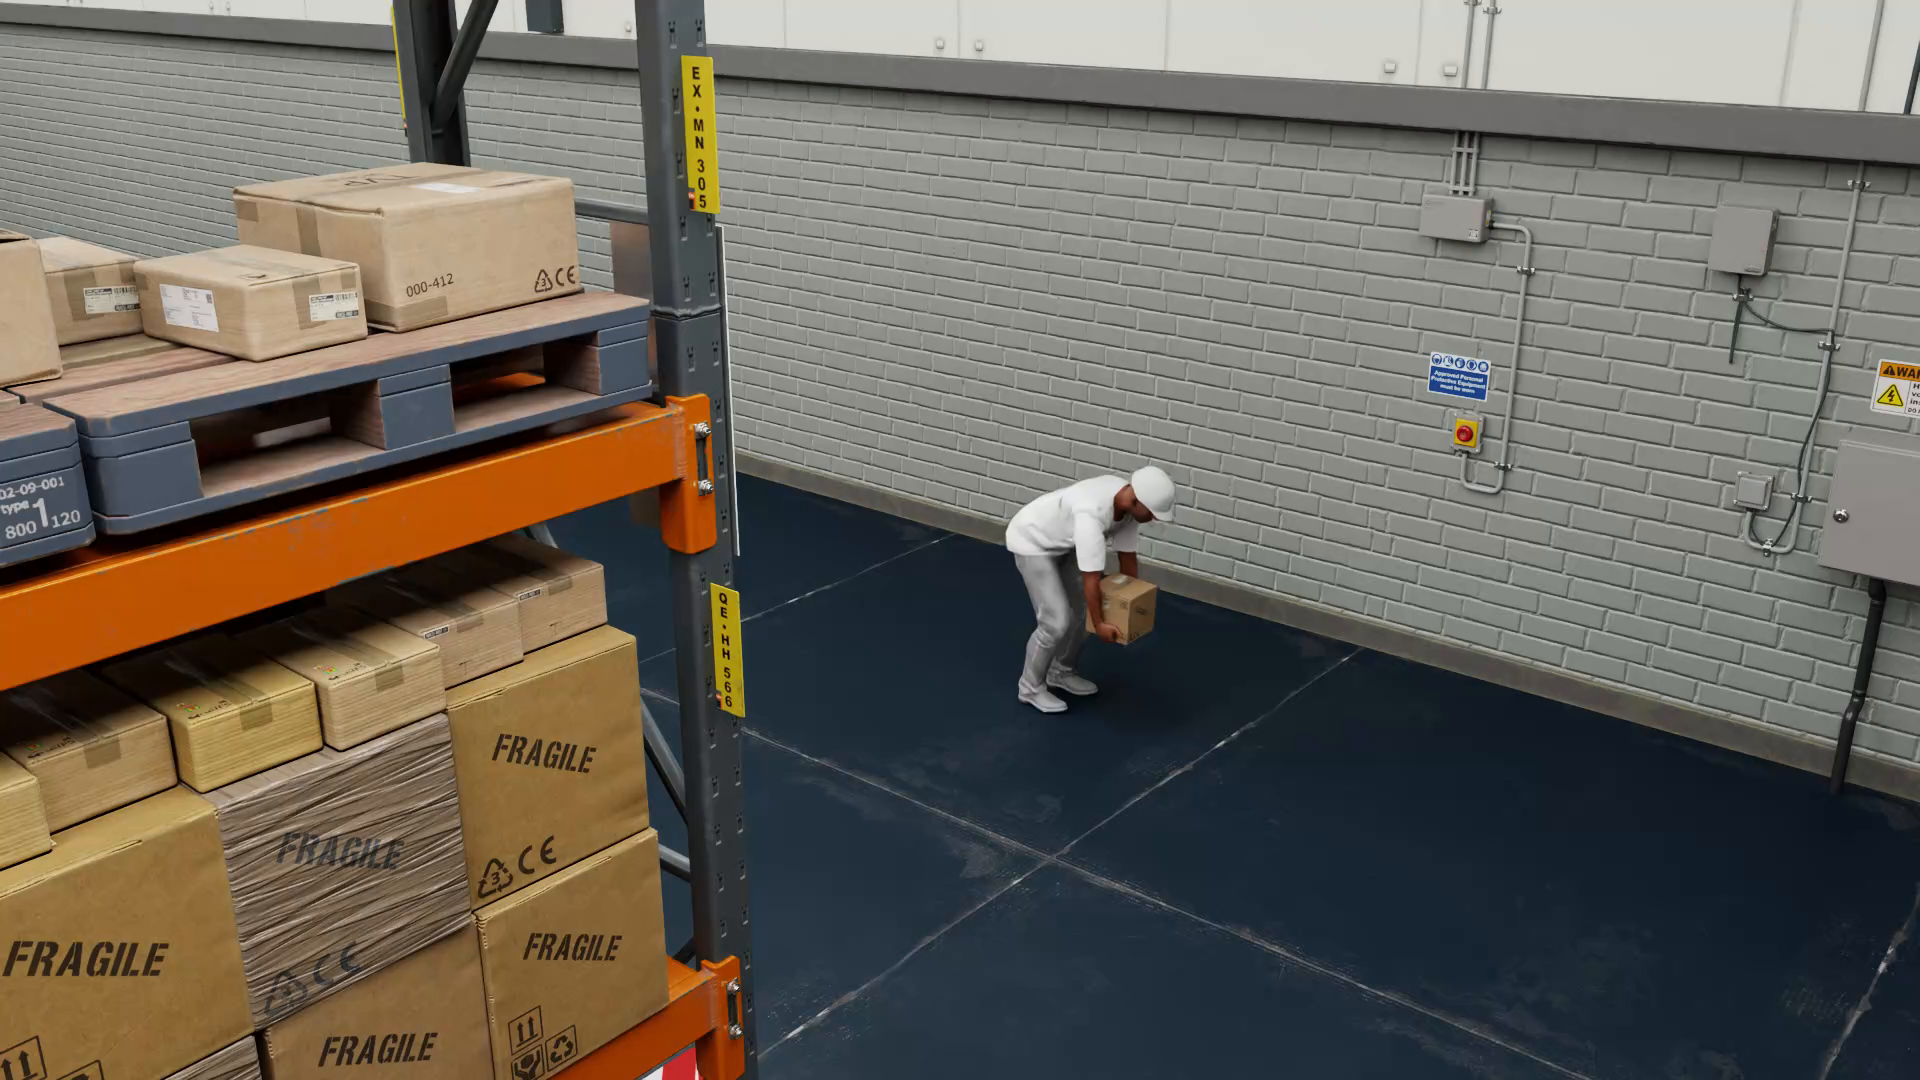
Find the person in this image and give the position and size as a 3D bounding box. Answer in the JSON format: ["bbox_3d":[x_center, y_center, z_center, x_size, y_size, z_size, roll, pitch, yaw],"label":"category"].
[{"bbox_3d":[0.672,0.223,8.493,0.898,1.376,0.490,15,25,35],"label":"person"}]
